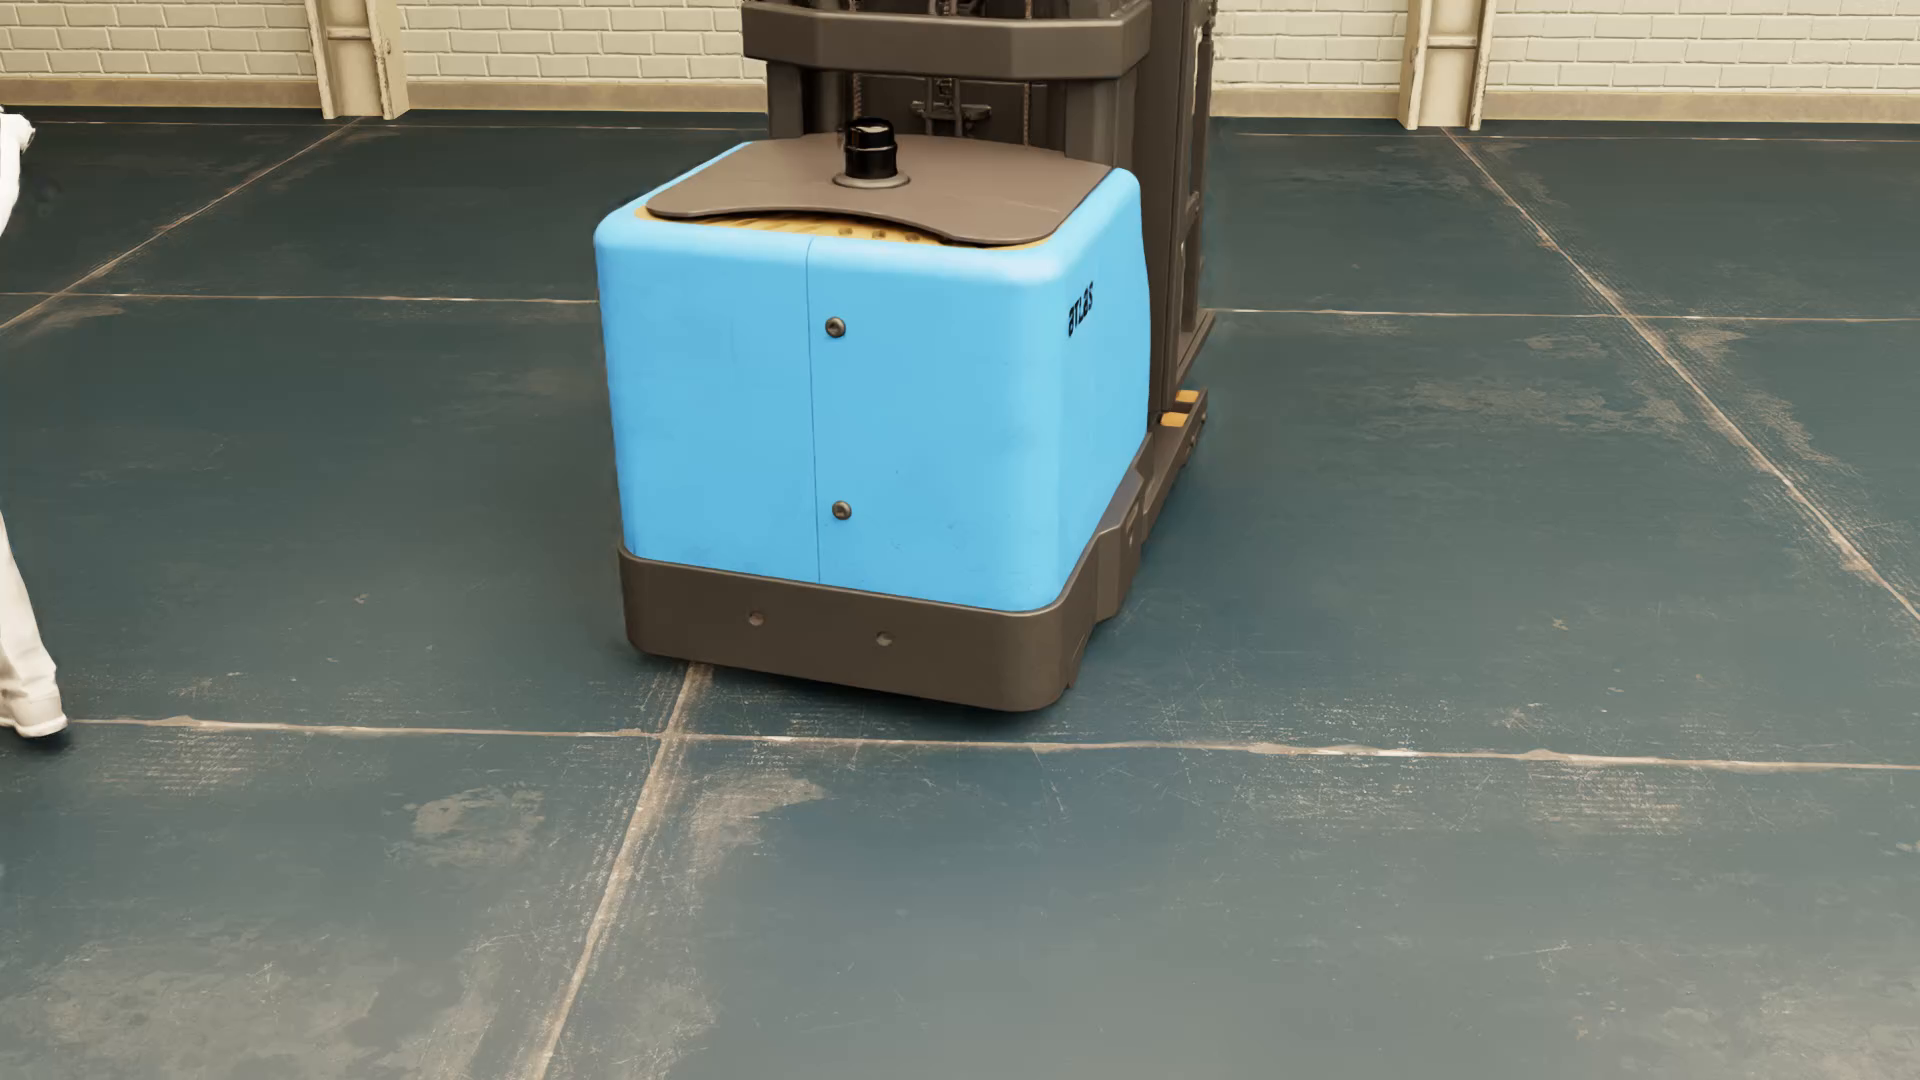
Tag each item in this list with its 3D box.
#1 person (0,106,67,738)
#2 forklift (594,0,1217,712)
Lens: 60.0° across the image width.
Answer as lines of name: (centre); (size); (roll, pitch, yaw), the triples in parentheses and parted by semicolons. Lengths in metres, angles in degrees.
person: (-2.036, -0.265, 3.322); (0.716, 1.515, 0.979); (11, 28, 22)
forklift: (0.135, -1.573, 4.398); (1.130, 2.935, 3.031); (8, 27, 15)
